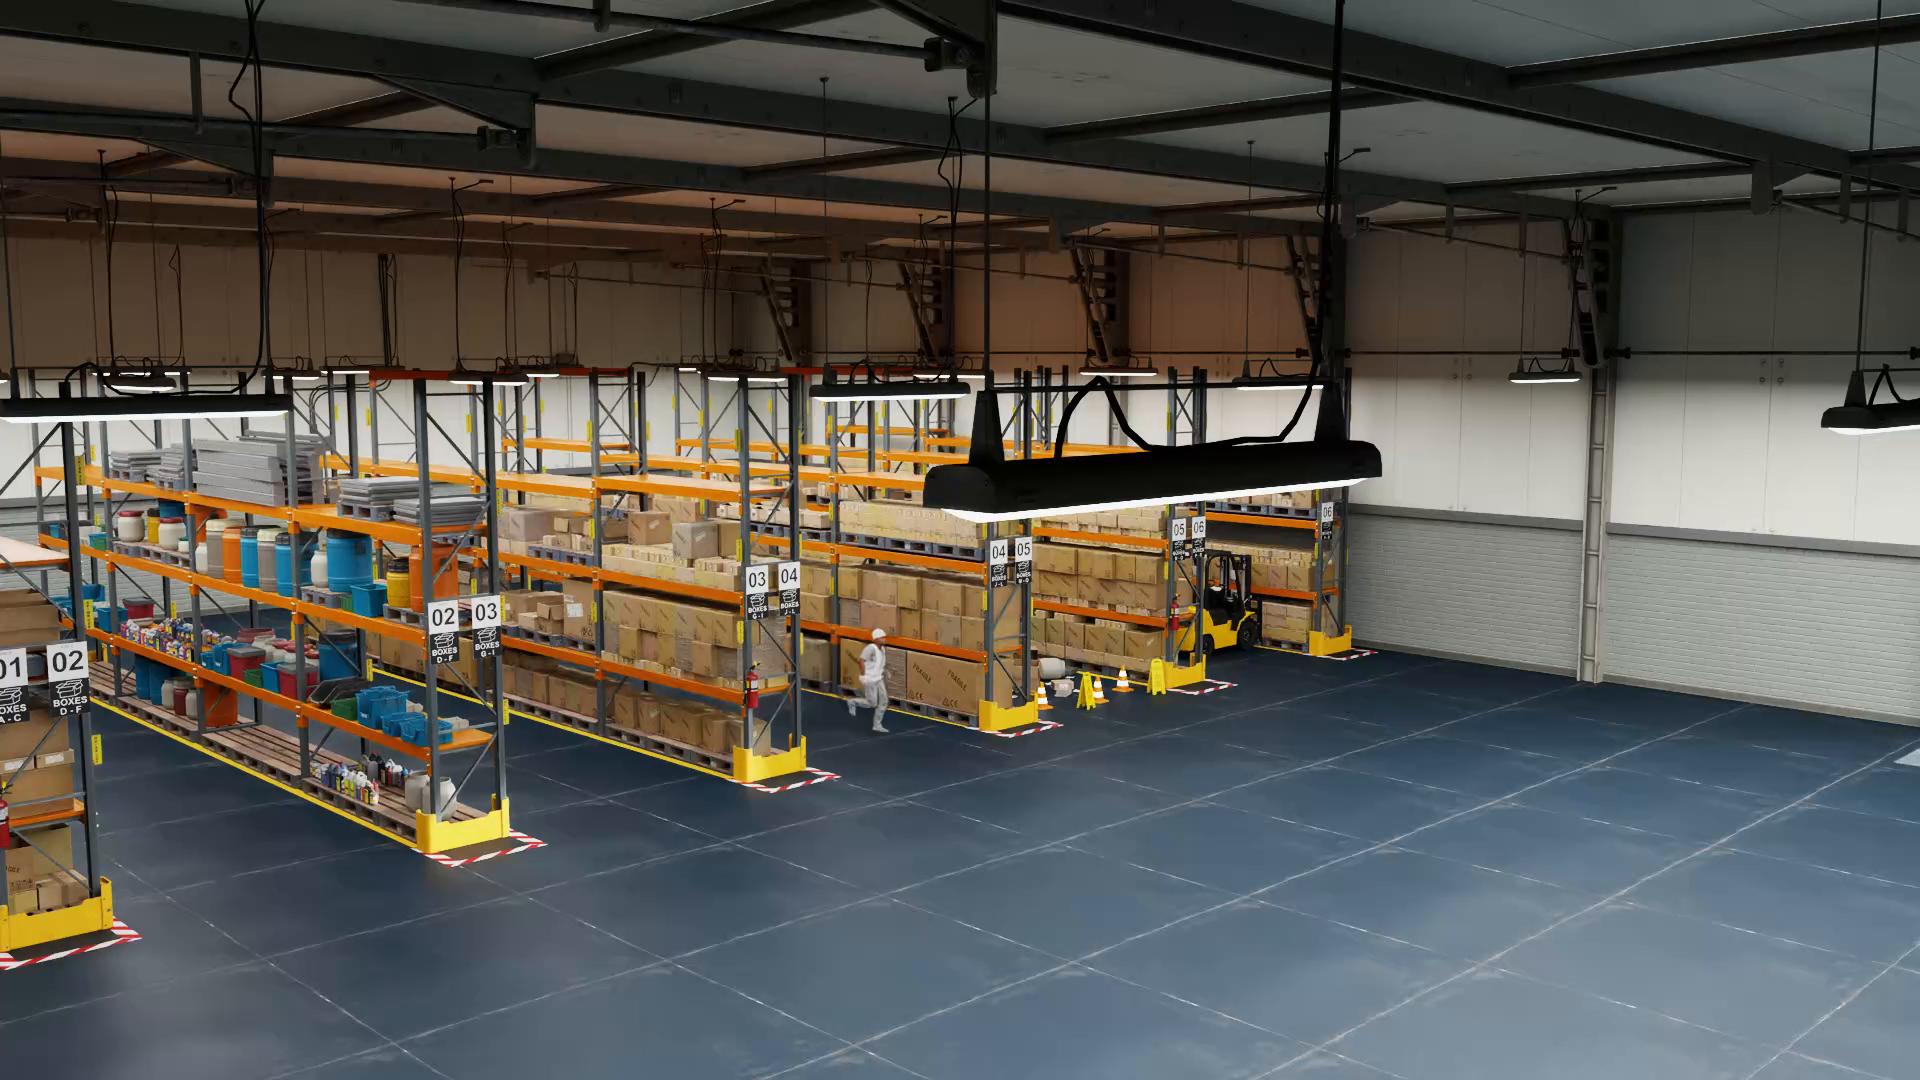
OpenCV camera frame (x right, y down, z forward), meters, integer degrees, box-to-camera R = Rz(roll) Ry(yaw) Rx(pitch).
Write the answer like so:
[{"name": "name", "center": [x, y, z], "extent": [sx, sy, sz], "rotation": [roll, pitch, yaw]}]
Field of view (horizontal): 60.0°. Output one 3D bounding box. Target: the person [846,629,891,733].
[{"name": "person", "center": [-1.527, 2.345, 27.891], "extent": [0.786, 1.745, 0.694], "rotation": [3, 7, 24]}]
